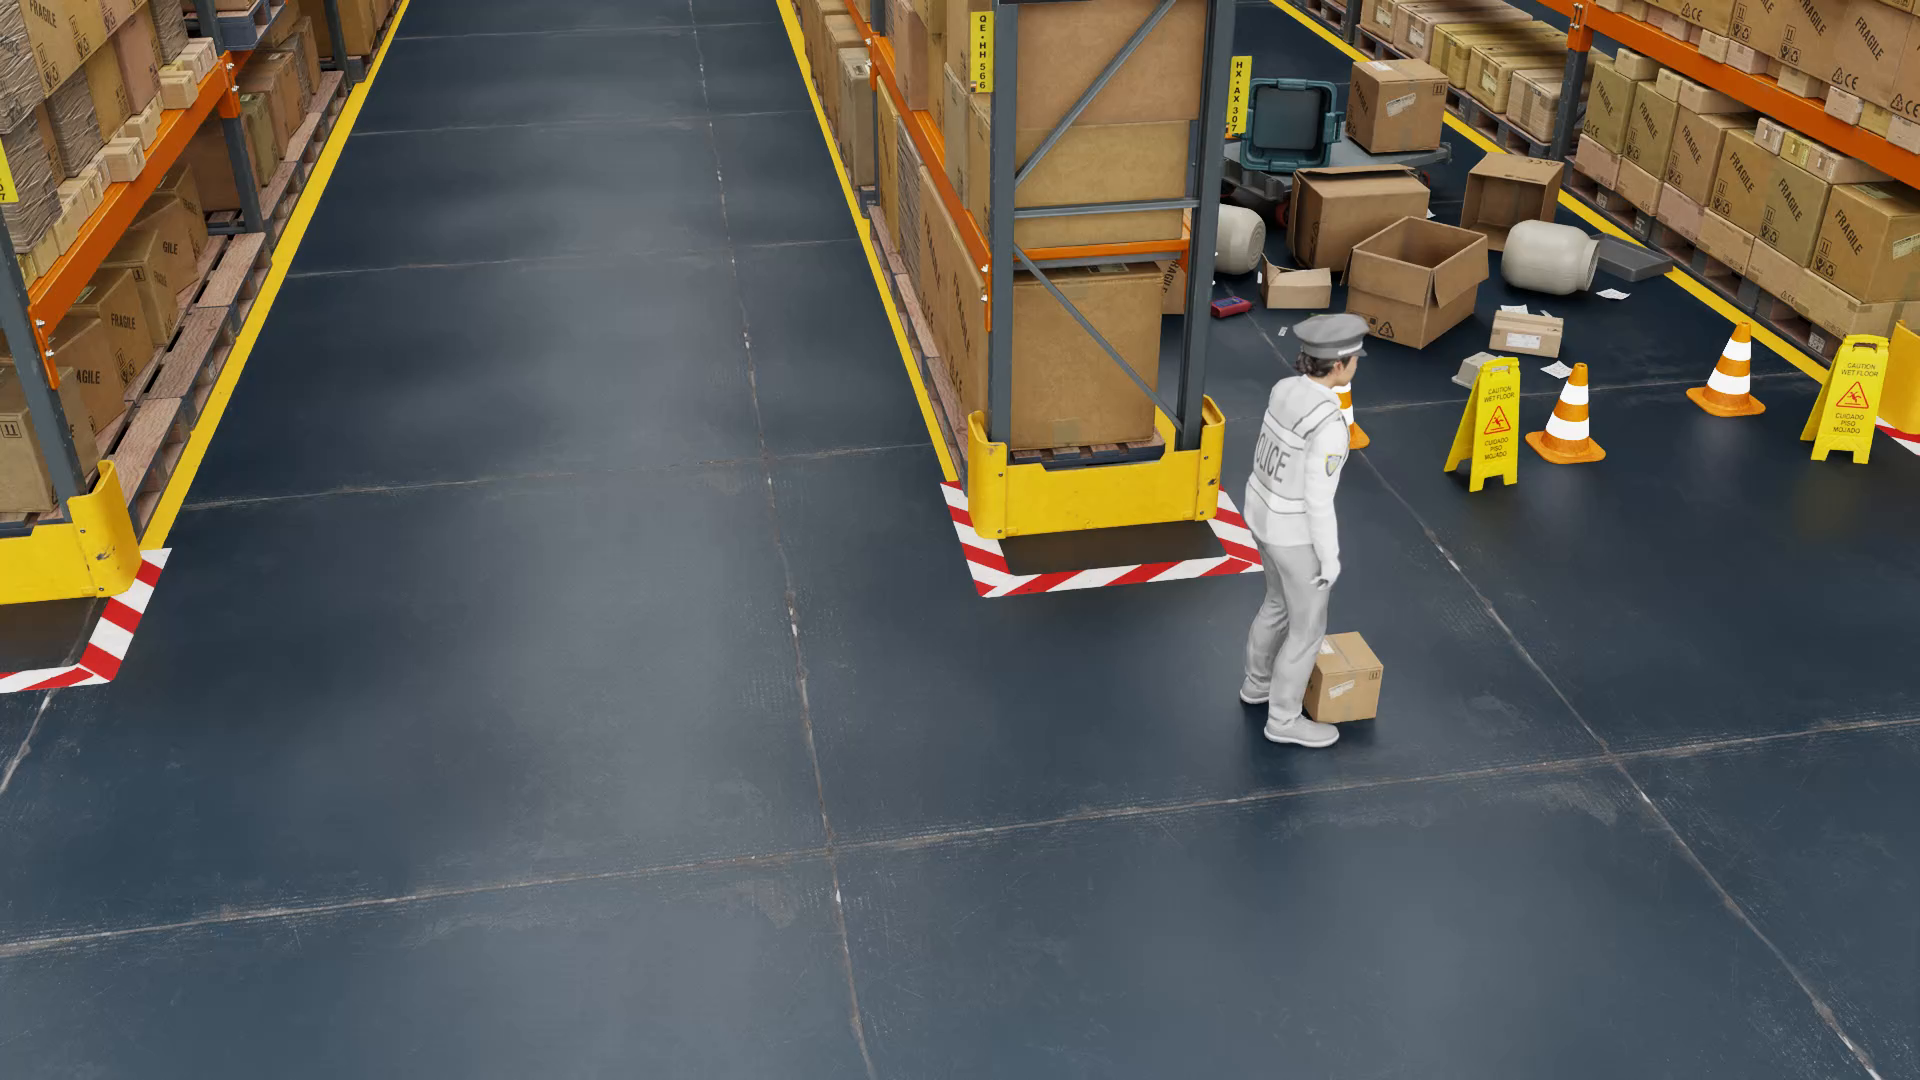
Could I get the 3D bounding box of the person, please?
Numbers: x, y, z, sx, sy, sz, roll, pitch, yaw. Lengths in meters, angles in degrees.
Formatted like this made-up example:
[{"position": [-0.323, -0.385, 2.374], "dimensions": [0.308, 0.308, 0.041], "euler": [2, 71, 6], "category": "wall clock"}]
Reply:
[{"position": [1.257, -0.034, 6.187], "dimensions": [0.373, 1.661, 0.537], "euler": [-7, 32, -12], "category": "person"}]
